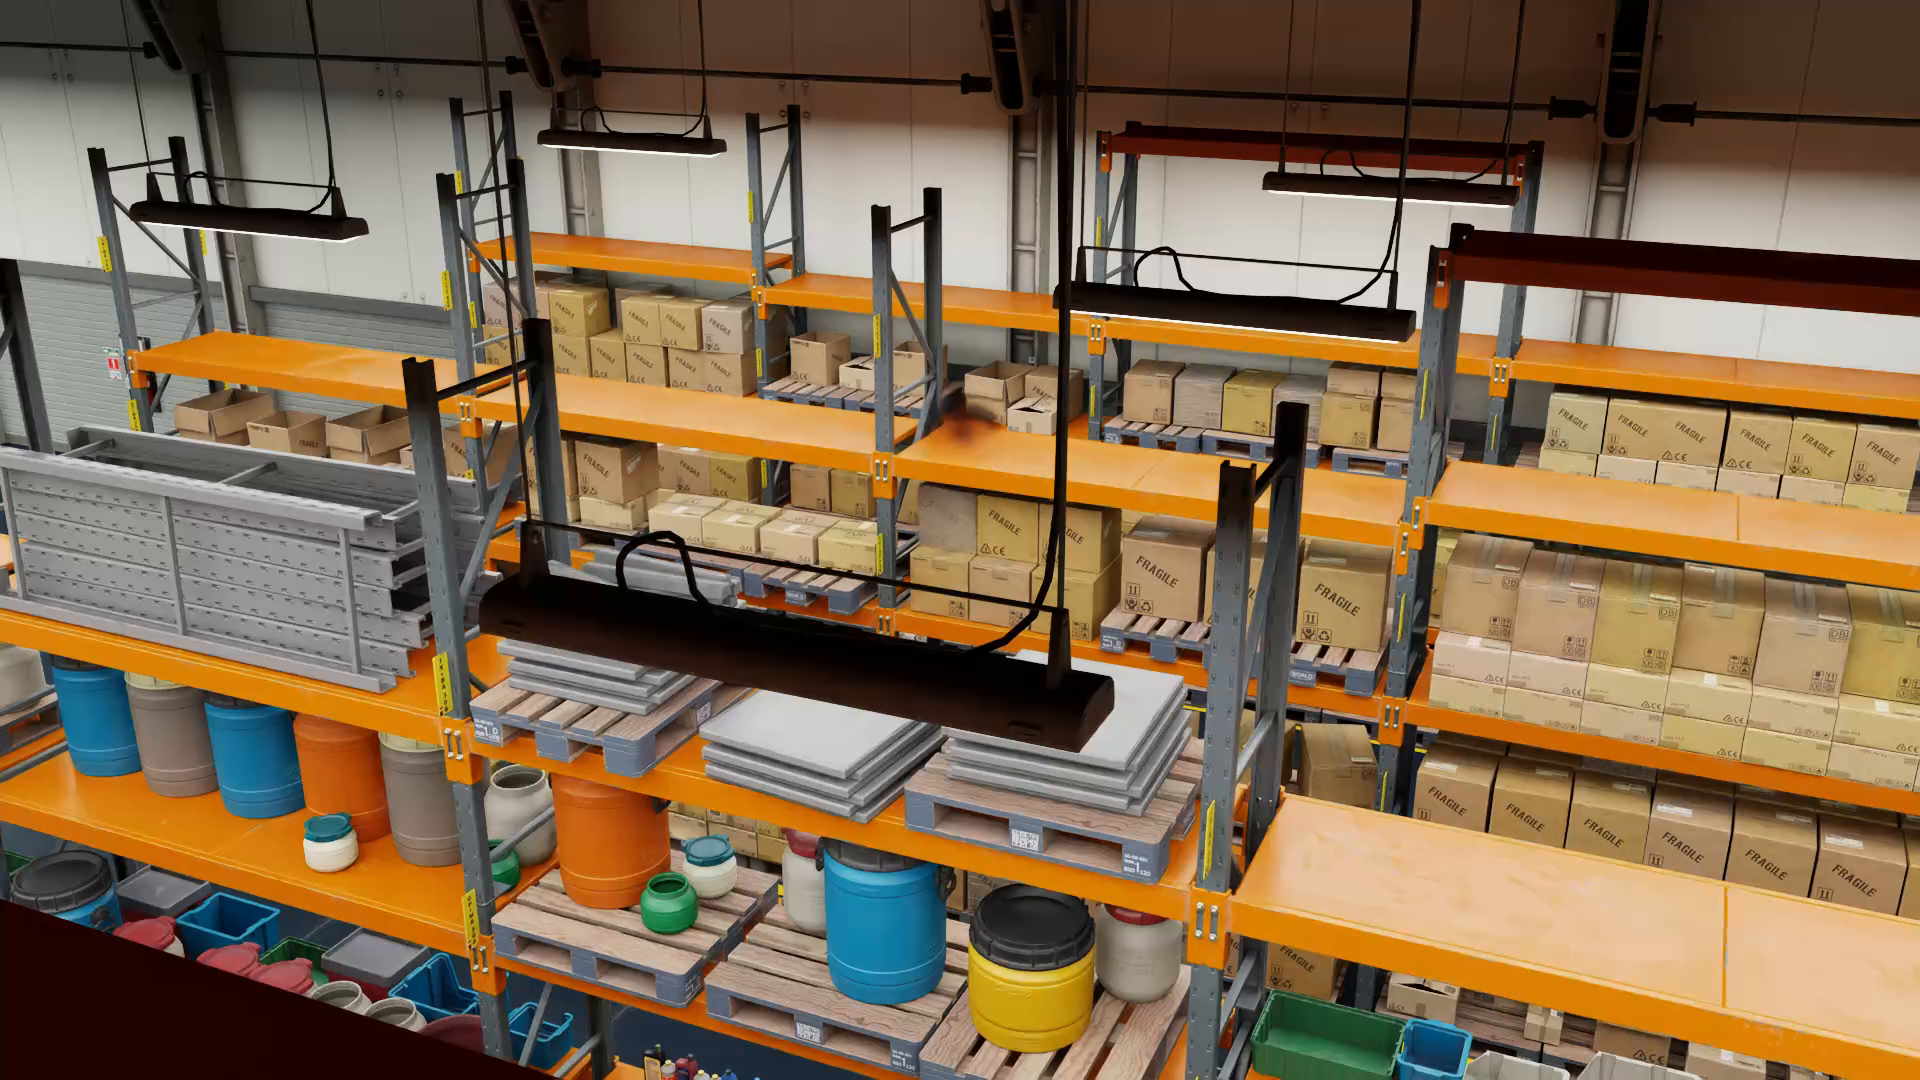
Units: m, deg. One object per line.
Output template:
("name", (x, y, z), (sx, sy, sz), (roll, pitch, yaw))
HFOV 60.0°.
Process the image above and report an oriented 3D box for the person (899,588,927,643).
("person", (-0.484, 1.311, 16.939), (0.568, 1.763, 0.435), (17, 26, 38))
